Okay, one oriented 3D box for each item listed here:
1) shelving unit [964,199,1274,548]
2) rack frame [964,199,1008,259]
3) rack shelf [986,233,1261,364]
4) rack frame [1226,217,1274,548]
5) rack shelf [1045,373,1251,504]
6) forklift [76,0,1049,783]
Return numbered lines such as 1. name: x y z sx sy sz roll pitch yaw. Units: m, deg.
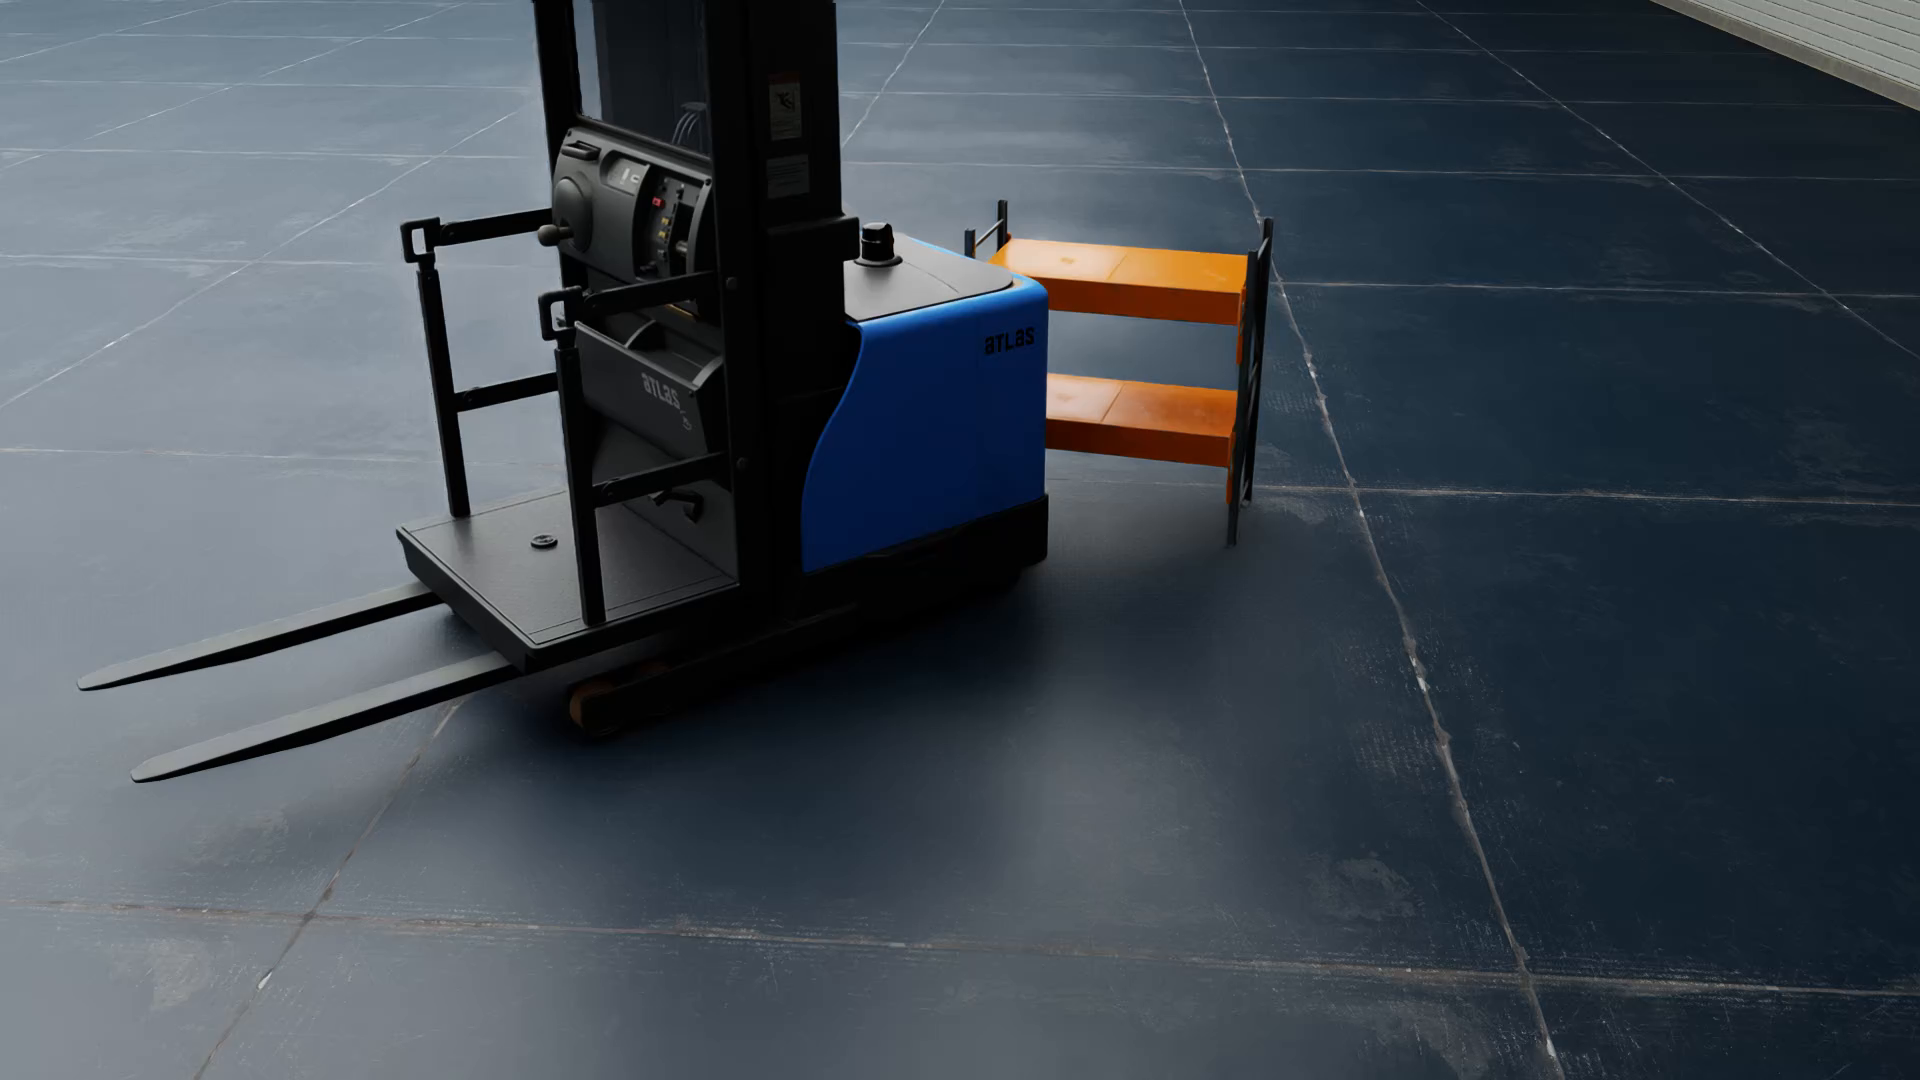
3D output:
1. shelving unit: 0.588 -0.643 6.302 1.048 1.125 0.538 7 26 15
2. rack frame: 0.100 -0.703 6.432 0.032 1.125 0.500 7 26 15
3. rack shelf: 0.588 -0.909 6.179 1.000 0.278 0.538 7 26 15
4. rack frame: 1.076 -0.583 6.172 0.032 1.125 0.500 7 26 15
5. rack shelf: 0.588 -0.421 6.404 1.000 0.278 0.538 7 26 15
6. forklift: -1.163 -0.995 4.905 3.031 2.935 1.130 -18 30 -34
